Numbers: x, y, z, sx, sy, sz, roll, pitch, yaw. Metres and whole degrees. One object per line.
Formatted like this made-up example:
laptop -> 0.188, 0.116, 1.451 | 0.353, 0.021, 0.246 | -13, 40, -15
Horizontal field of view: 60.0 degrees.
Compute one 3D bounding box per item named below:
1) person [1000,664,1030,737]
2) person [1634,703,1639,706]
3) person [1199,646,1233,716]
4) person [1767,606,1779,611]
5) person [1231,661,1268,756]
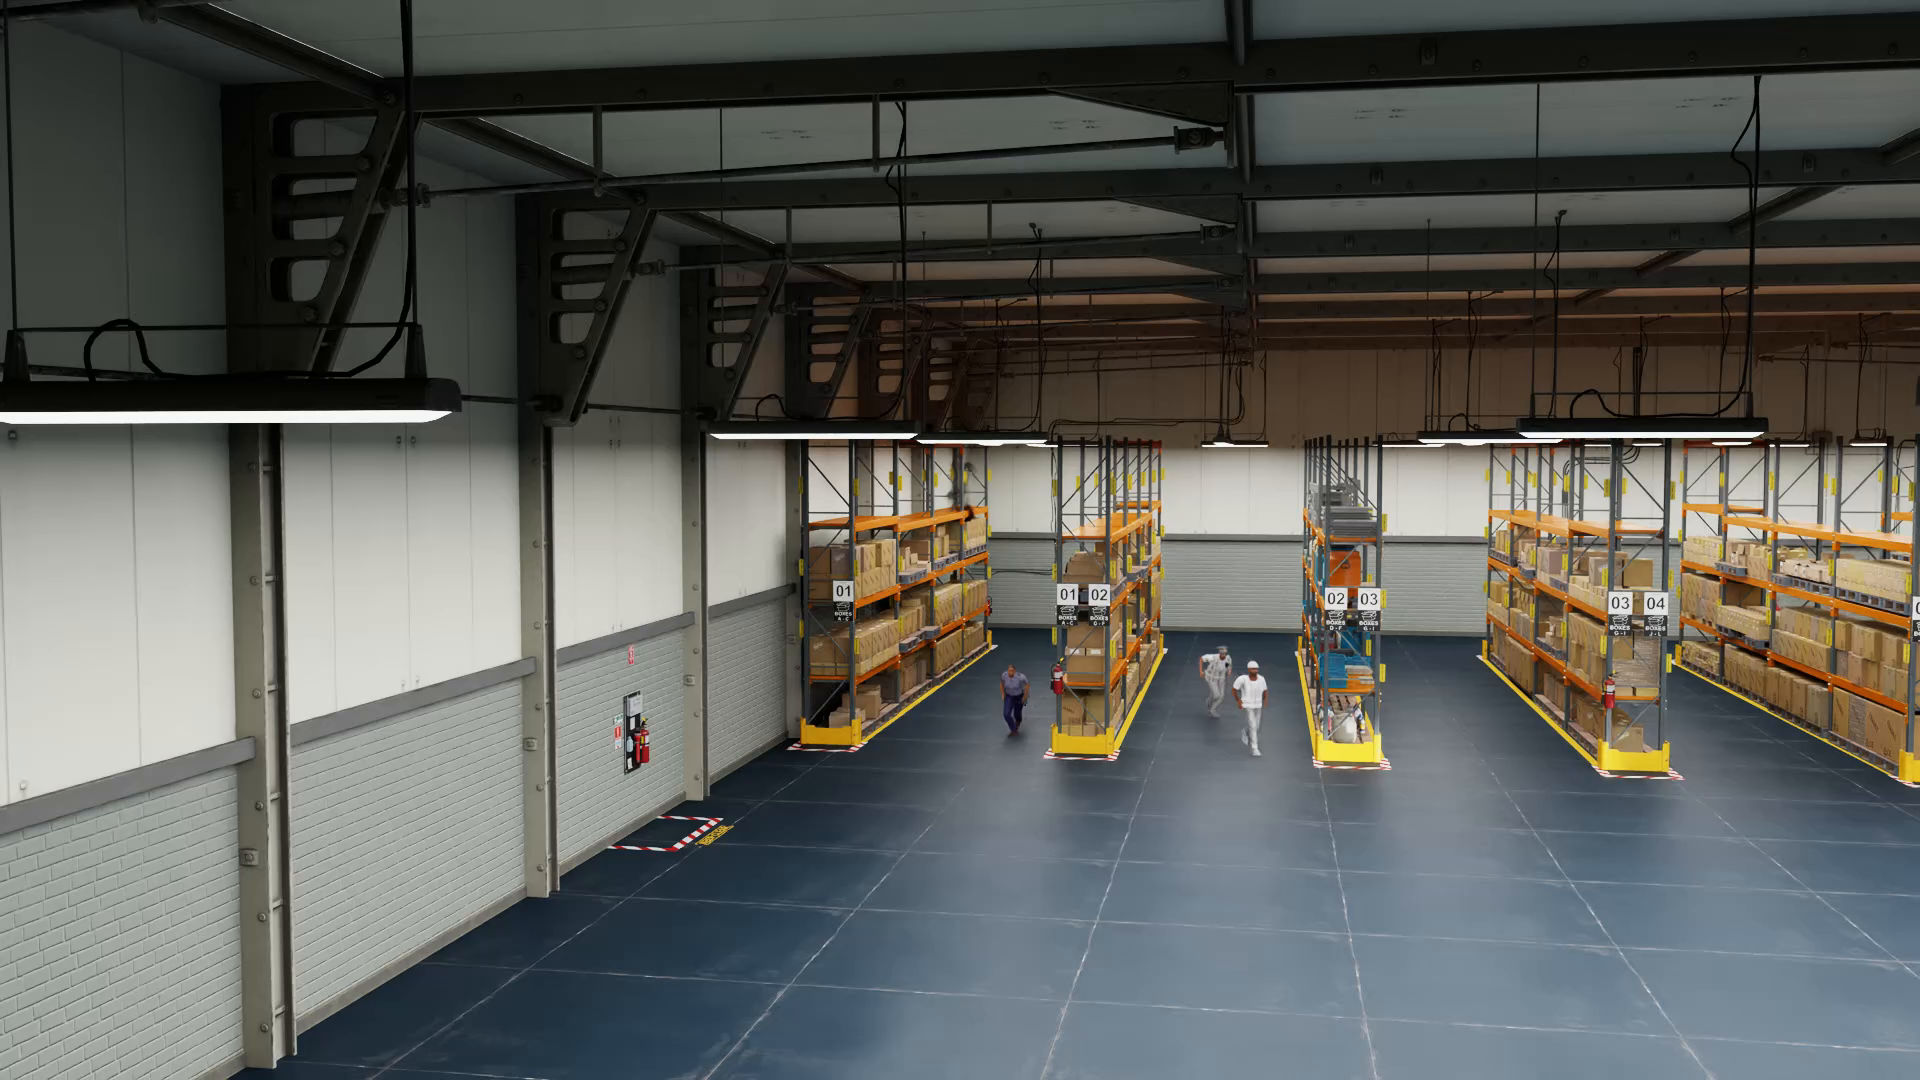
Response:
person -> 1.123, 3.189, 33.434 | 0.614, 1.491, 0.947 | 1, 3, 14
person -> 15.227, 2.883, 37.714 | 0.581, 1.661, 1.000 | 0, 3, 8
person -> 5.452, 3.021, 35.461 | 0.695, 1.571, 0.884 | -1, 3, -16
person -> 22.177, 2.413, 45.561 | 0.741, 1.787, 0.632 | 0, 3, -8
person -> 5.500, 3.154, 31.528 | 0.686, 1.749, 0.863 | -1, 3, -18
